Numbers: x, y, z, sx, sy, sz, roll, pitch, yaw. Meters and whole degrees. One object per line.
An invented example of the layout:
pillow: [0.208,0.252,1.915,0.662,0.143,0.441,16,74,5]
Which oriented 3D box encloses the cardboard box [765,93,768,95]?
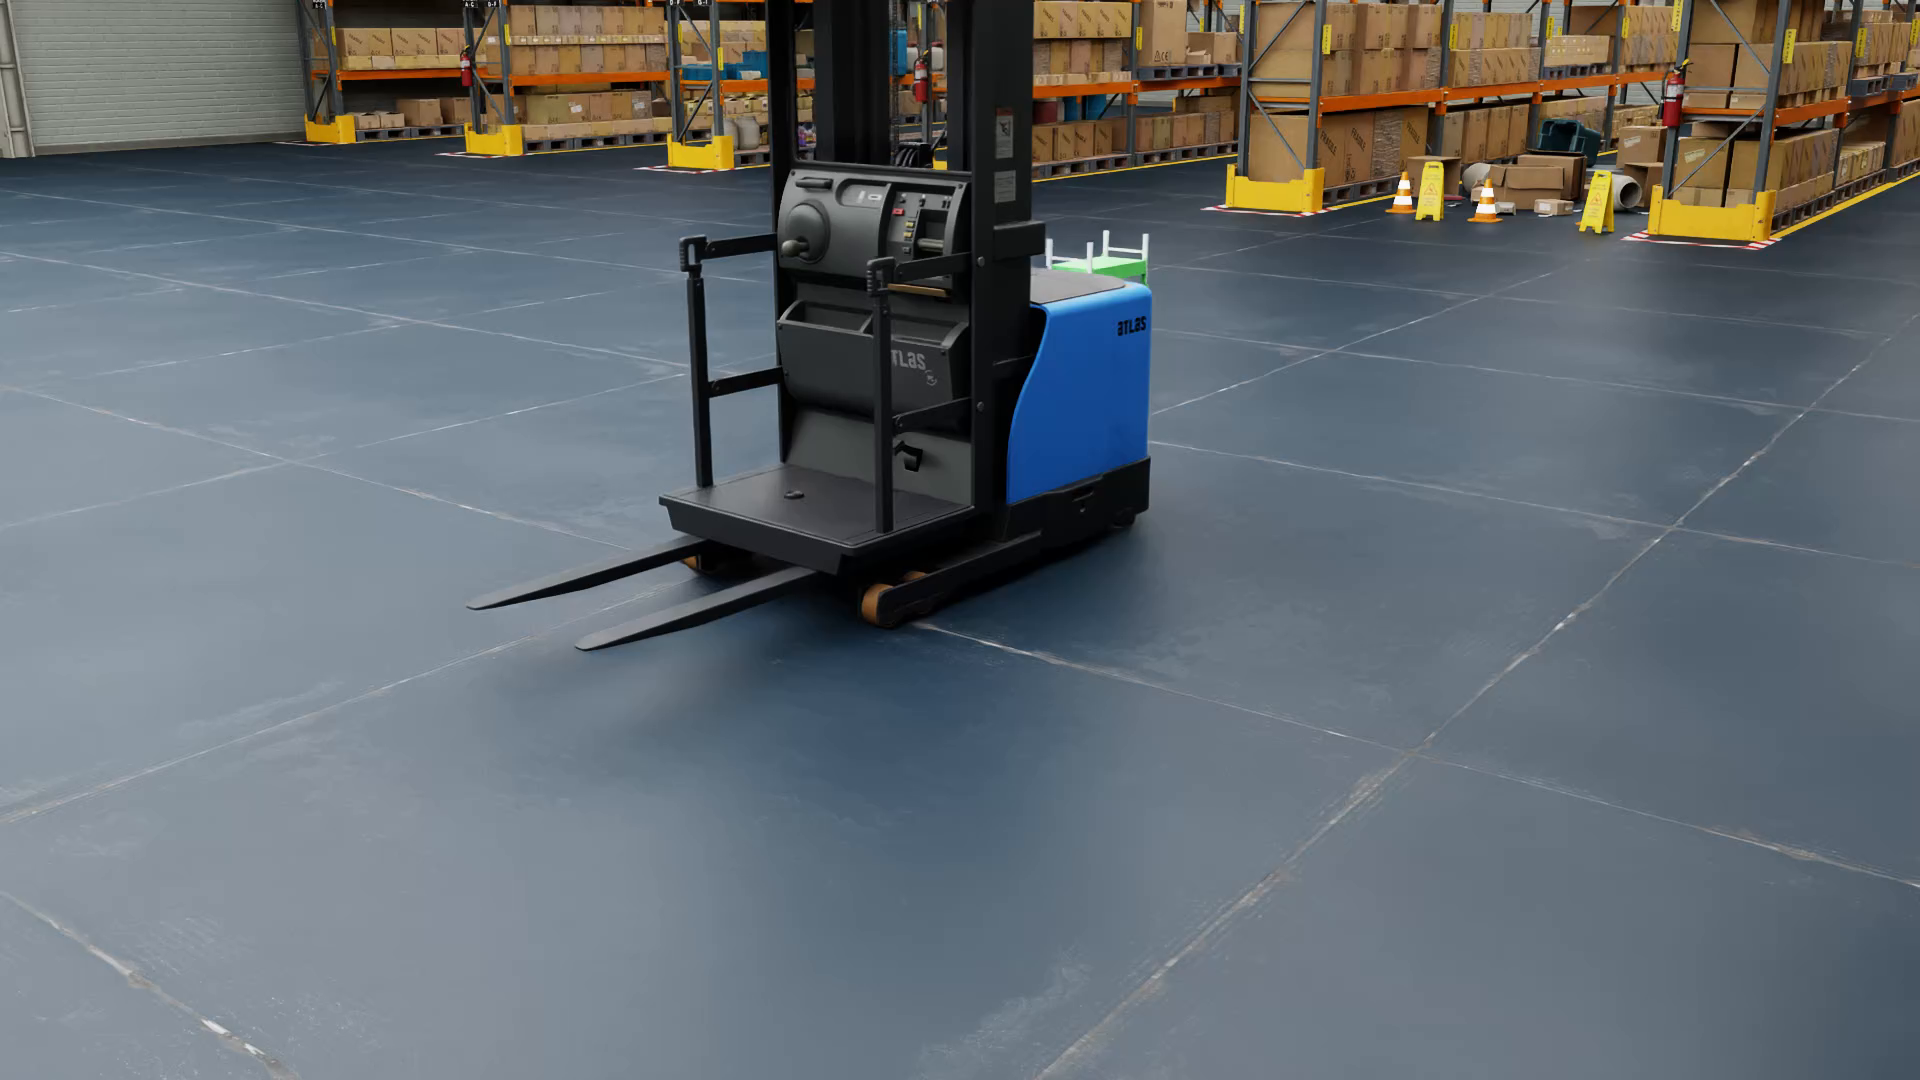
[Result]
cardboard box: [-3.827,-9.122,34.543,0.500,0.311,0.500,13,22,37]

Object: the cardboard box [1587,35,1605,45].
cardboard box: [10.739,-8.511,28.304,0.380,0.149,0.250,12,21,33]

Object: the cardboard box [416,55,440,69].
cardboard box: [-10.571,-9.373,32.588,0.500,0.250,0.500,13,21,35]

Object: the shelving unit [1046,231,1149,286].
shelving unit: [0.637,-0.832,7.883,0.258,1.200,0.503,12,20,35]

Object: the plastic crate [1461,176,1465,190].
plastic crate: [7.163,-4.847,22.437,0.662,0.188,0.450,-7,9,-22]

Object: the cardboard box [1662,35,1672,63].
cardboard box: [12.992,-9.209,31.169,0.500,0.500,0.500,12,21,34]

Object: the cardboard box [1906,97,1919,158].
cardboard box: [14.180,-6.297,25.339,0.875,0.875,0.875,13,22,36]

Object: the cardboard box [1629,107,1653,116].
cardboard box: [12.684,-7.987,31.002,0.380,0.149,0.250,13,22,37]

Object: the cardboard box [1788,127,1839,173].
cardboard box: [10.113,-4.641,19.796,0.500,0.500,0.500,12,21,34]

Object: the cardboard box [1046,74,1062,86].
cardboard box: [1.241,-6.629,23.955,0.380,0.149,0.250,12,21,35]

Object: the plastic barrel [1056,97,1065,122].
plastic barrel: [1.912,-8.715,33.735,0.421,0.512,0.421,0,17,0]

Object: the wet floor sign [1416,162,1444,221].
wet floor sign: [5.404,-4.001,19.040,0.267,0.644,0.232,8,19,25]

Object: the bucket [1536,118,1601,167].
bucket: [7.985,-5.158,21.751,0.620,0.611,0.726,0,14,-35]

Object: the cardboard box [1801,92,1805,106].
cardboard box: [8.913,-4.787,18.025,0.380,0.149,0.250,13,22,36]

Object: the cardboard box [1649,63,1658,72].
cardboard box: [12.768,-8.808,30.973,0.380,0.149,0.250,11,21,32]

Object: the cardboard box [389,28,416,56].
cardboard box: [-10.885,-9.603,32.065,0.500,0.500,0.500,12,21,33]

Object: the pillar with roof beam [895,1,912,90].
pillar with roof beam: [1.879,-15.720,42.691,9.100,9.000,0.400,12,21,35]

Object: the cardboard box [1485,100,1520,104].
cardboard box: [8.795,-6.962,26.846,0.500,0.250,0.500,12,21,33]

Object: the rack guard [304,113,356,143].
rack guard: [-11.981,-7.833,31.624,1.175,0.500,0.348,12,21,35]

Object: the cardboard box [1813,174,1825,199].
cardboard box: [9.805,-4.155,19.493,0.500,0.250,0.500,12,21,33]

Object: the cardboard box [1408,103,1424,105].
cardboard box: [9.124,-9.213,34.728,0.875,0.875,0.875,12,21,35]

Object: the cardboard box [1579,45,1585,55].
cardboard box: [10.120,-8.119,27.543,0.380,0.149,0.250,13,21,35]

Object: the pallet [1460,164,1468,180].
pallet: [6.614,-5.300,23.956,1.003,0.211,1.213,12,21,35]

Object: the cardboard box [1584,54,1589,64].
cardboard box: [10.289,-8.043,27.803,0.380,0.149,0.250,11,21,32]

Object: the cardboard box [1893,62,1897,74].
cardboard box: [12.255,-6.295,22.172,0.380,0.149,0.250,11,20,32]

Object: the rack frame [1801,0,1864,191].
rack frame: [10.250,-5.584,20.168,1.000,3.000,0.127,12,21,35]

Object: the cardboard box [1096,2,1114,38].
cardboard box: [1.947,-7.728,24.714,0.500,0.500,0.500,12,21,35]

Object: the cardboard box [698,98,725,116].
cardboard box: [-4.913,-8.415,32.266,0.500,0.311,0.500,12,21,34]

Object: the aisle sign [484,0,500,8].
aisle sign: [-7.839,-9.306,27.769,0.394,0.787,0.004,12,21,35]

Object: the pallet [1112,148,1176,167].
pallet: [2.754,-6.189,26.819,1.003,0.211,1.213,12,21,35]

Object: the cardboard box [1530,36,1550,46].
cardboard box: [9.031,-7.829,26.110,0.380,0.149,0.250,12,21,35]

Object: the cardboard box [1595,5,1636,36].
cardboard box: [11.446,-9.072,29.044,0.500,0.500,0.500,13,22,36]

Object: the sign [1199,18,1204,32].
sign: [4.227,-8.938,29.017,0.100,0.325,0.005,12,21,35]

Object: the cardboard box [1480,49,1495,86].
cardboard box: [7.344,-6.799,23.913,0.500,0.500,0.500,12,21,34]

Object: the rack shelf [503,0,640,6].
rack shelf: [-6.854,-9.699,29.575,1.077,0.370,4.000,12,21,35]

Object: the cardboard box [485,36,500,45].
cardboard box: [-7.971,-8.616,28.670,0.380,0.149,0.250,12,21,34]

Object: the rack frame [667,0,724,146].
rack frame: [-4.070,-7.258,25.558,1.000,3.000,0.127,12,21,35]

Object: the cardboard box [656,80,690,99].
cardboard box: [-6.716,-10.240,38.077,0.750,0.750,0.750,12,21,34]

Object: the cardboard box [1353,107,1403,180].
cardboard box: [5.250,-5.268,22.024,0.875,0.875,0.875,13,21,35]

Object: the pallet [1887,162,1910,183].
pallet: [13.164,-5.380,24.212,1.003,0.211,1.213,12,21,35]

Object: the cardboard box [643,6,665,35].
cardboard box: [-5.922,-9.647,30.896,0.700,0.500,0.500,13,21,35]

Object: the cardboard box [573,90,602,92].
cardboard box: [-6.786,-8.039,30.737,0.500,0.500,0.500,12,21,35]

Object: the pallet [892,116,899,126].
pallet: [-2.076,-9.168,36.412,1.003,0.211,1.213,12,21,35]

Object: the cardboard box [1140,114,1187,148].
cardboard box: [3.307,-6.738,27.356,0.700,0.500,0.500,10,20,30]

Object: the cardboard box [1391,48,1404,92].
cardboard box: [5.279,-6.174,21.814,0.875,0.550,0.550,12,21,35]

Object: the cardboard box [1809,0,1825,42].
cardboard box: [9.814,-6.185,19.747,0.700,0.500,0.500,12,21,34]

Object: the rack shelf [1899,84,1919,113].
rack shelf: [13.825,-6.670,24.877,1.077,0.370,4.000,12,21,35]

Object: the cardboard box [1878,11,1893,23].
cardboard box: [11.885,-6.798,21.603,0.380,0.149,0.250,11,20,32]

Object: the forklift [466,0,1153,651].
forklift: [-0.485,-1.240,6.295,1.130,2.935,3.031,14,22,38]

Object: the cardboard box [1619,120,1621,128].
cardboard box: [11.649,-7.492,29.908,0.380,0.149,0.250,12,21,34]
